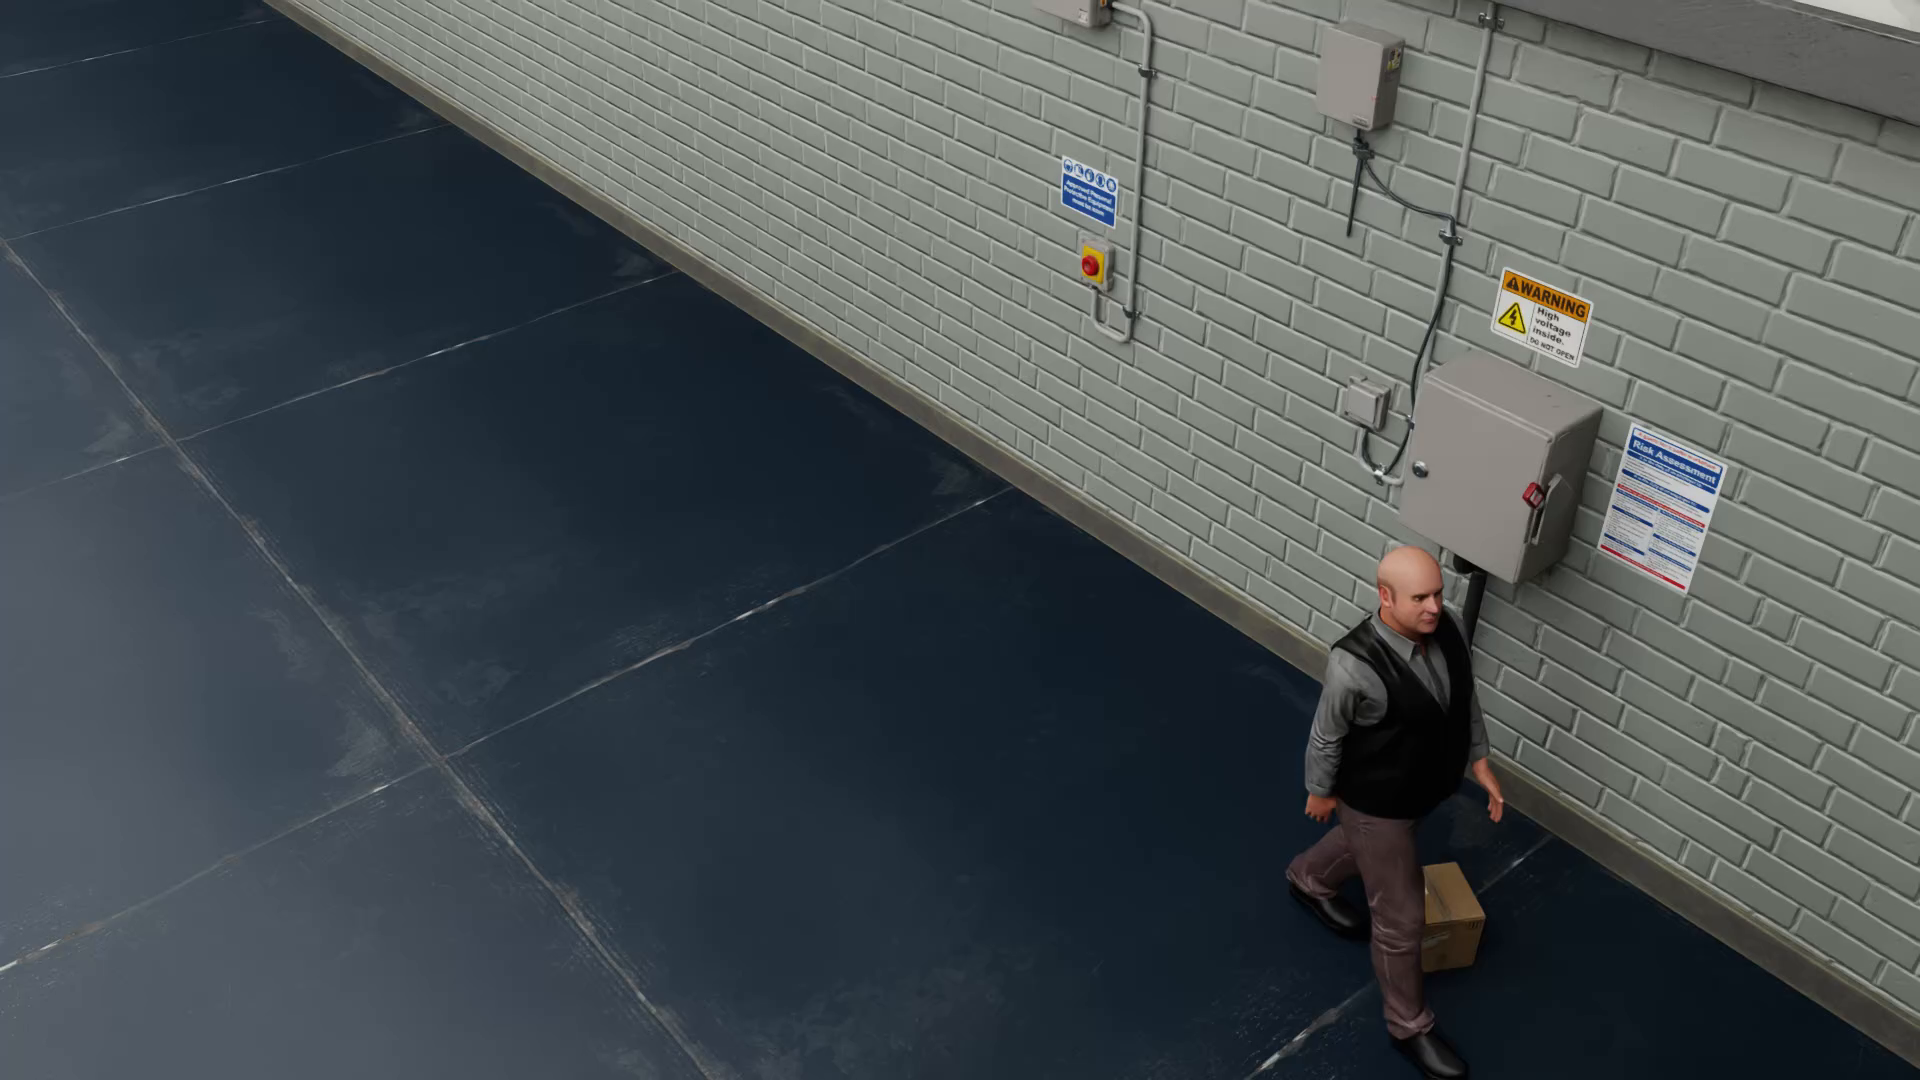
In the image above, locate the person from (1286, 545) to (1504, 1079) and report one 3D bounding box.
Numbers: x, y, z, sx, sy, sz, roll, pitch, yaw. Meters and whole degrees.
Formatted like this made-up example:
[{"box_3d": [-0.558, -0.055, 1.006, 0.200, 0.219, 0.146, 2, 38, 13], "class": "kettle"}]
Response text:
[{"box_3d": [1.395, 0.784, 5.073, 0.542, 1.679, 0.923, -27, 43, -32], "class": "person"}]
